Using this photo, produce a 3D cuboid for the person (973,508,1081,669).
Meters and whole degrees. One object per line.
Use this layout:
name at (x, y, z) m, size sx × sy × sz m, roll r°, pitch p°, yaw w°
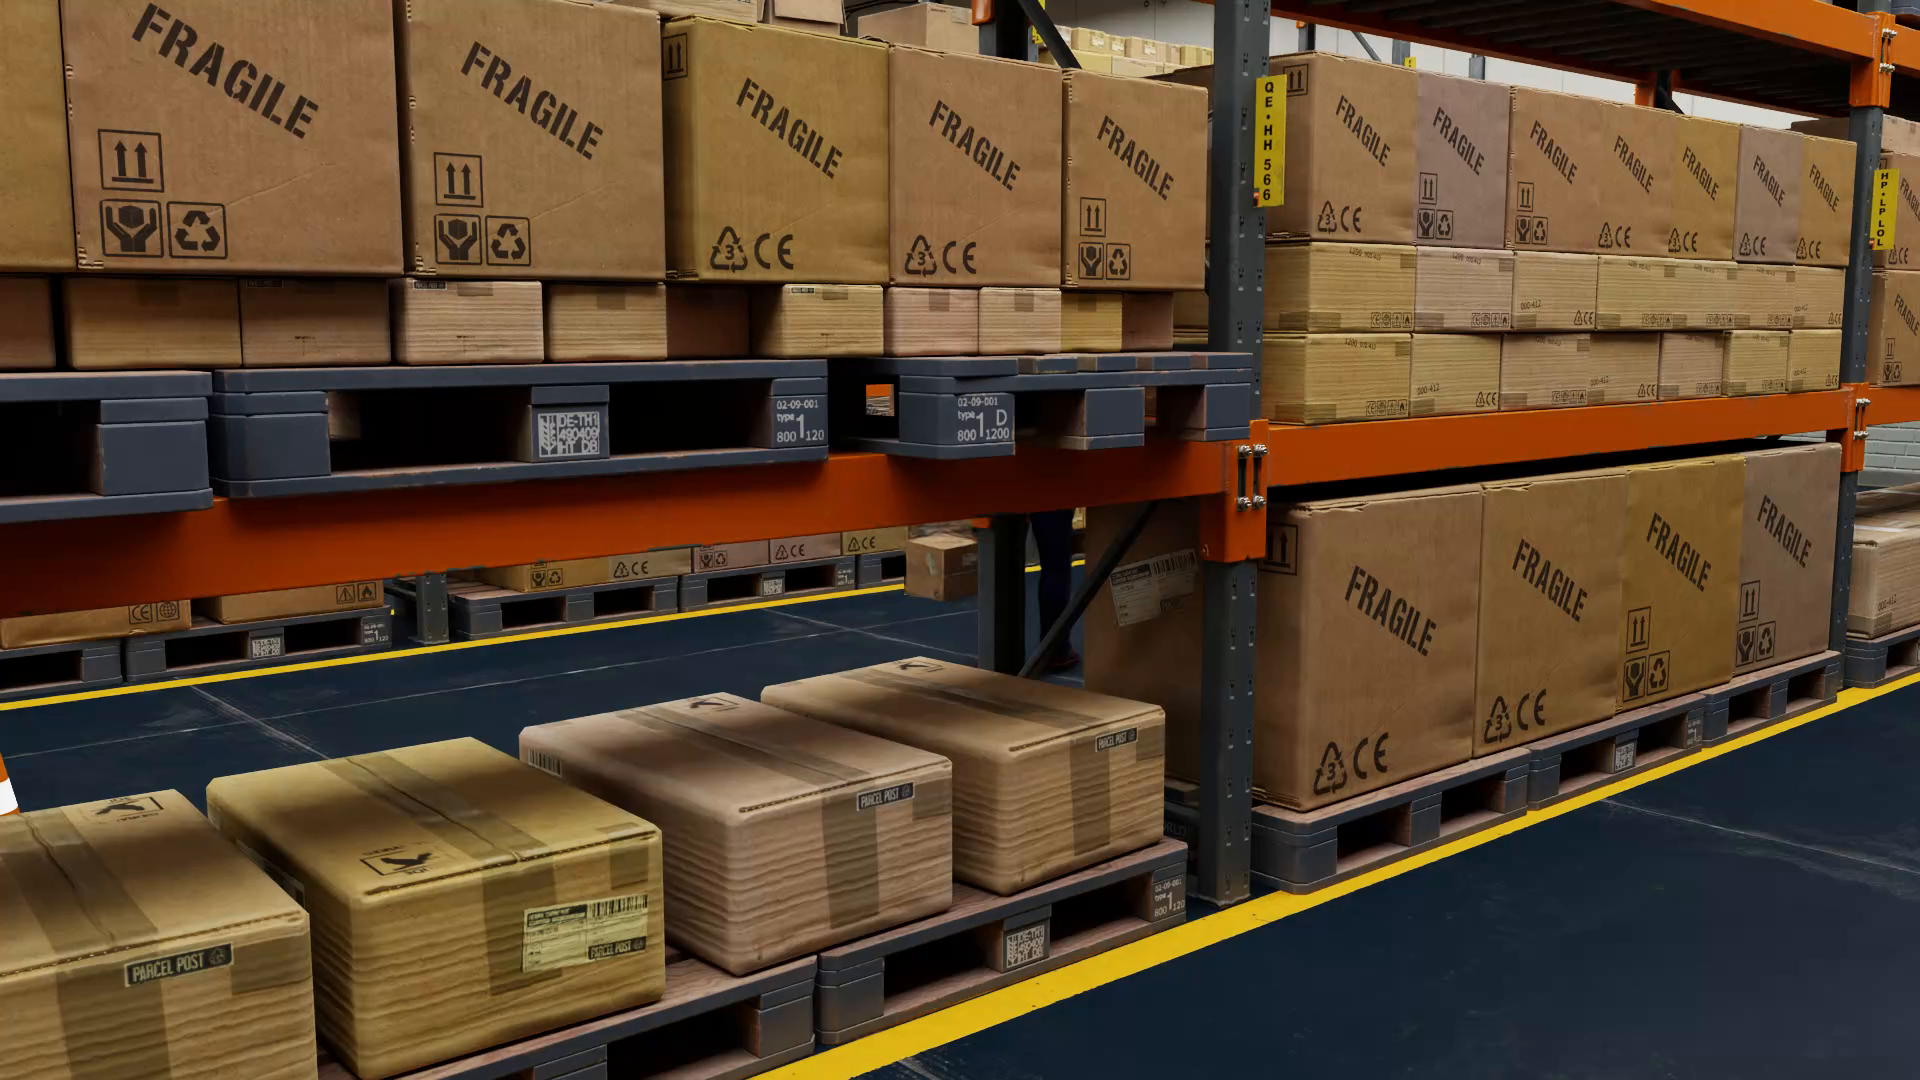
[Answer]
person at (0.340, -0.220, 7.464) m, size 0.593 × 1.641 × 0.609 m, roll 0°, pitch 8°, yaw 3°
